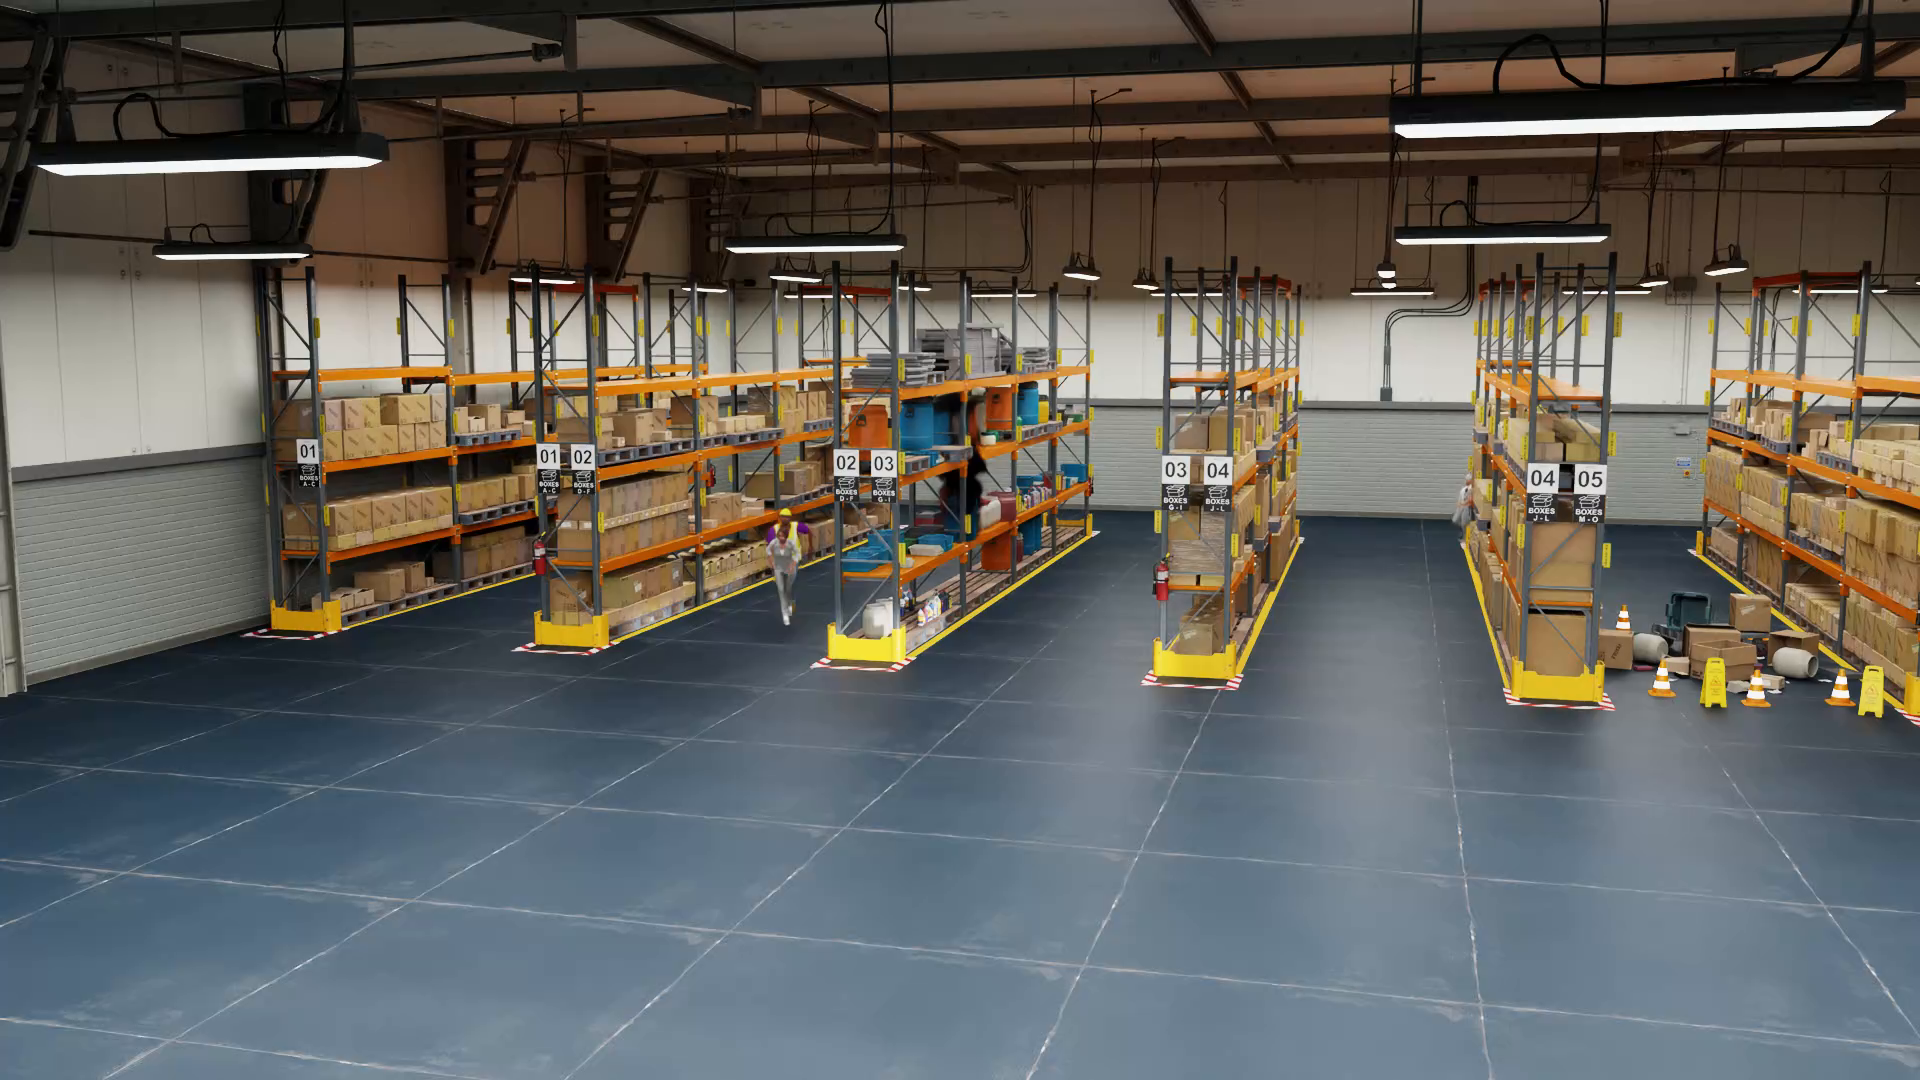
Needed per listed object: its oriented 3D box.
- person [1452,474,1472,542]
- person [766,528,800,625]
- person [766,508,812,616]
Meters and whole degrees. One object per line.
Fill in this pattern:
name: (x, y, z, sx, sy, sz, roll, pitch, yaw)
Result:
person: (11.861, -0.746, 39.010, 0.500, 1.612, 0.640, -2, 8, -17)
person: (-2.862, 0.544, 27.100, 0.544, 1.568, 0.815, 0, 7, 4)
person: (-2.845, 0.359, 27.644, 0.735, 1.803, 0.782, 0, 7, 2)
